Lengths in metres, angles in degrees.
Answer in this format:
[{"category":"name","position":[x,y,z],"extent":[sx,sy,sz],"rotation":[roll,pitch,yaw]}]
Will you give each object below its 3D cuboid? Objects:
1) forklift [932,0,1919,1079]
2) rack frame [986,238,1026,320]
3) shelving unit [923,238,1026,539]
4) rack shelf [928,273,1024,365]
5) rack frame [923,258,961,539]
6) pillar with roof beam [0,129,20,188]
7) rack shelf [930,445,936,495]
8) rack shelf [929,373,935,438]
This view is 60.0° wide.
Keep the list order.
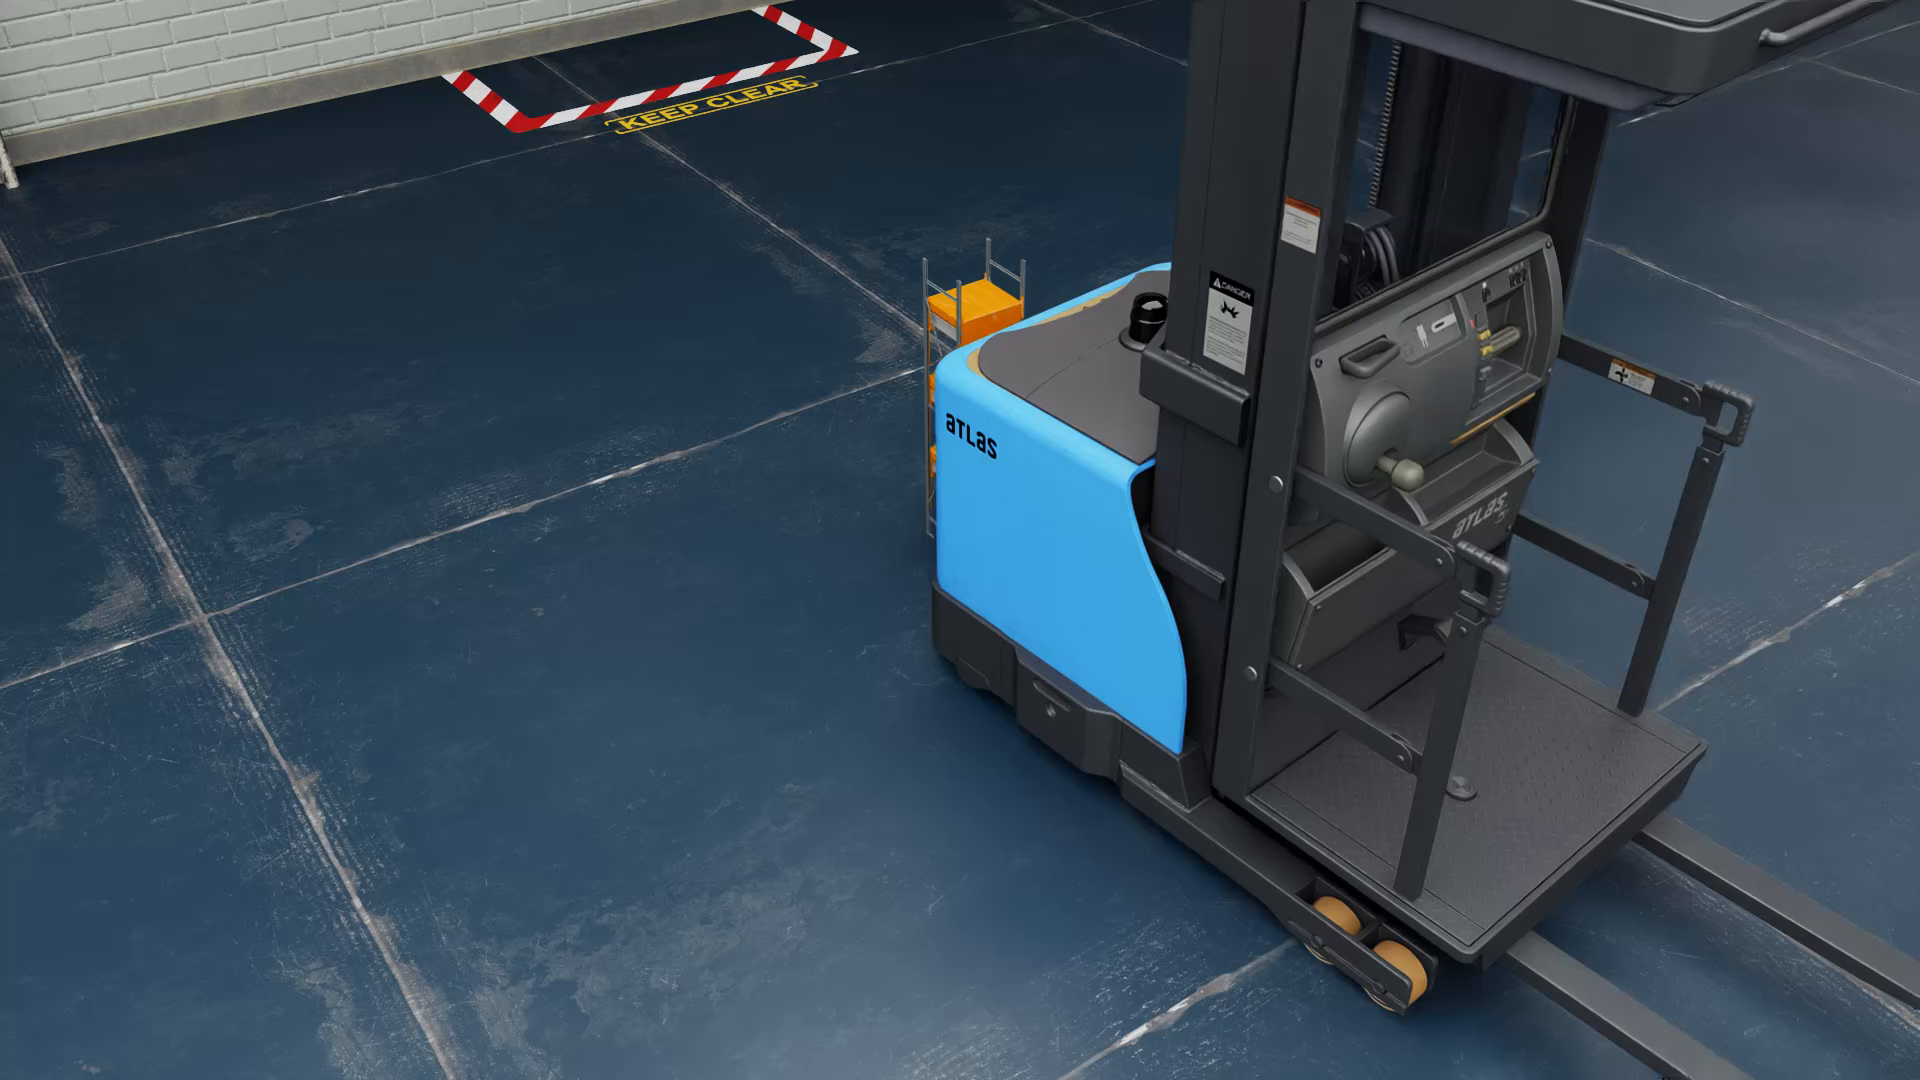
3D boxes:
[{"category":"forklift","position":[1.262,-0.363,3.744],"extent":[1.130,2.935,3.031],"rotation":[-27,44,-32]},{"category":"rack frame","position":[0.143,-0.485,5.526],"extent":[0.008,1.050,0.200],"rotation":[-22,41,-28]},{"category":"shelving unit","position":[0.044,-0.444,5.468],"extent":[0.252,1.050,0.215],"rotation":[-22,41,-28]},{"category":"rack shelf","position":[0.044,-0.666,5.309],"extent":[0.240,0.259,0.215],"rotation":[-22,41,-28]},{"category":"rack frame","position":[-0.056,-0.403,5.411],"extent":[0.008,1.050,0.200],"rotation":[-22,41,-28]},{"category":"pillar with roof beam","position":[-2.387,-3.344,2.692],"extent":[0.400,9.000,9.100],"rotation":[-22,41,-28]},{"category":"rack shelf","position":[0.044,-0.210,5.637],"extent":[0.240,0.259,0.215],"rotation":[-22,41,-28]},{"category":"rack shelf","position":[0.044,-0.436,5.475],"extent":[0.240,0.259,0.215],"rotation":[-22,41,-28]}]
